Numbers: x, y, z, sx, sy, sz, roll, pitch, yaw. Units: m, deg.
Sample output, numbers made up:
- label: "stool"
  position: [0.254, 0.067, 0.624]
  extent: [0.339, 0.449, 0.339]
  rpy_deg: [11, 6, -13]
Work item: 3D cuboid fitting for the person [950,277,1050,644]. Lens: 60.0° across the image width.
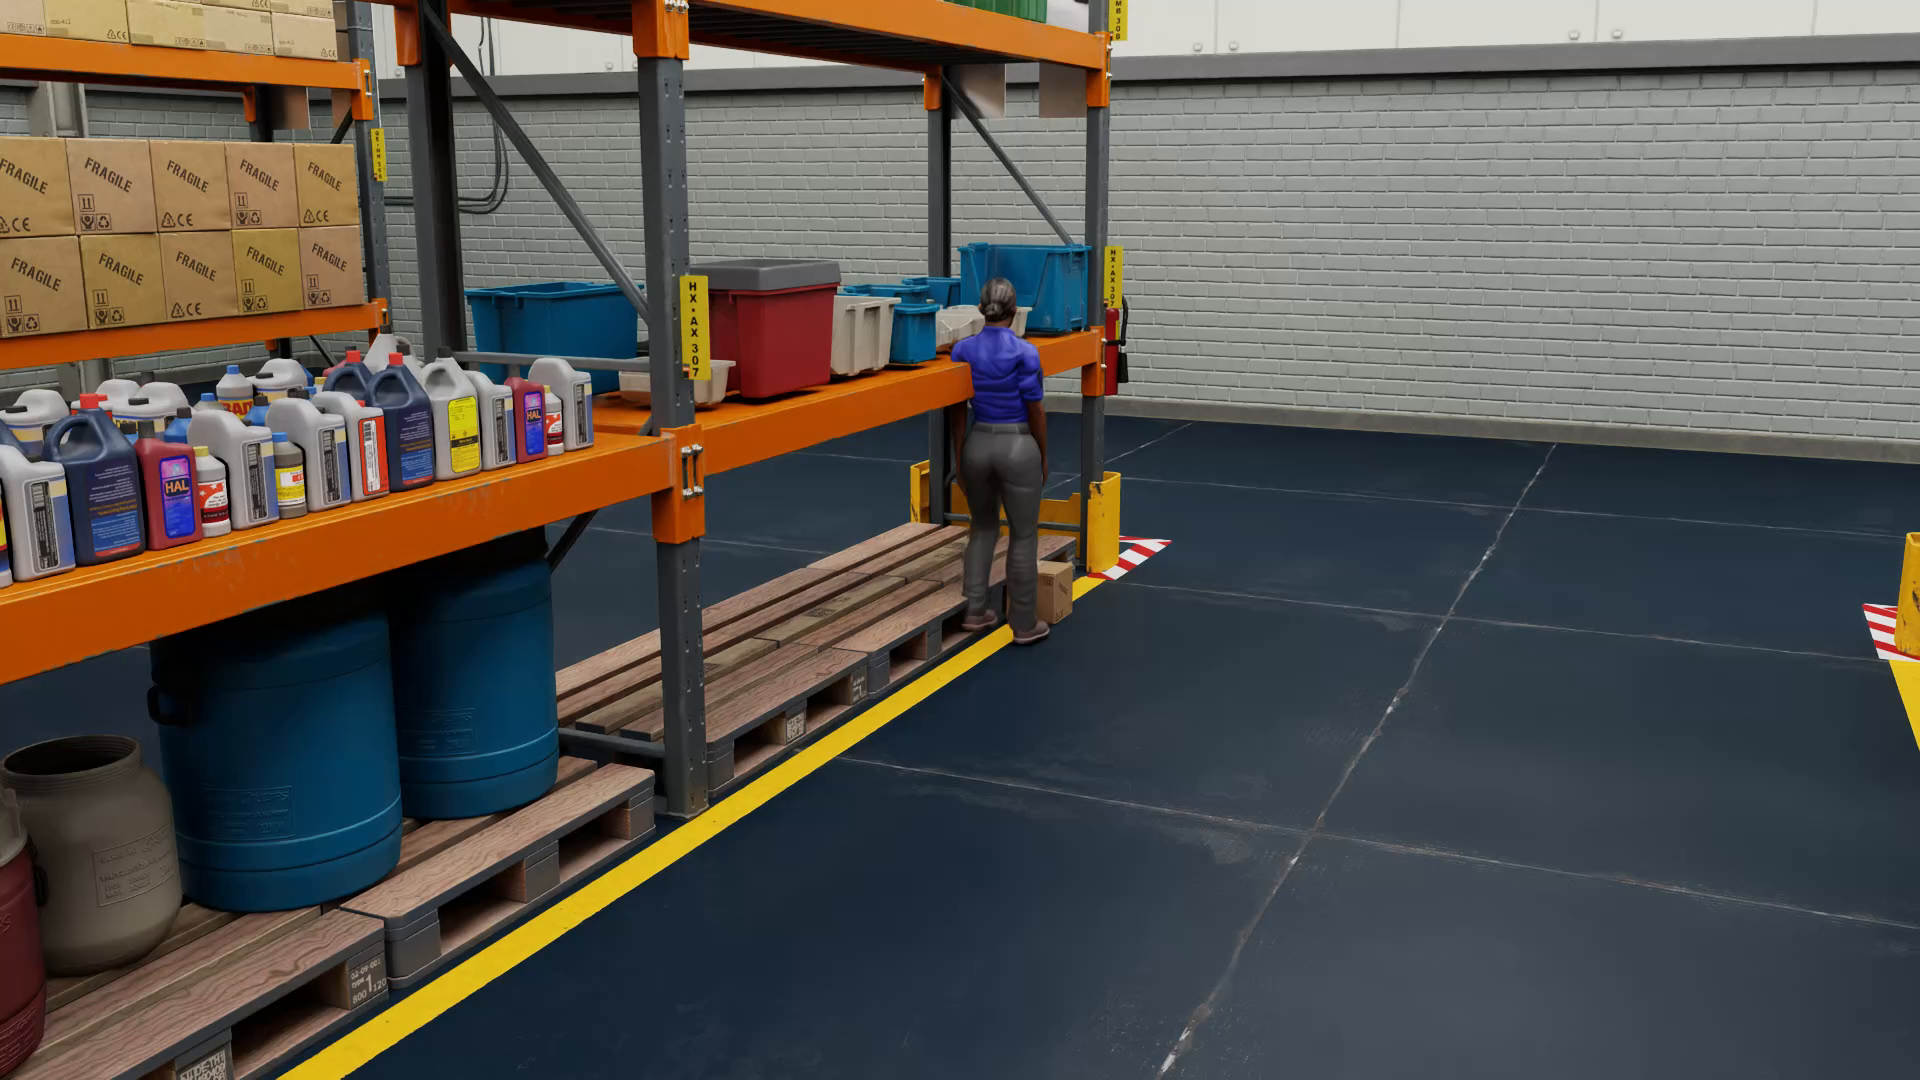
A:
- label: "person"
  position: [0.187, -0.360, 7.551]
  extent: [0.442, 1.658, 0.371]
  rpy_deg: [6, 14, 24]
